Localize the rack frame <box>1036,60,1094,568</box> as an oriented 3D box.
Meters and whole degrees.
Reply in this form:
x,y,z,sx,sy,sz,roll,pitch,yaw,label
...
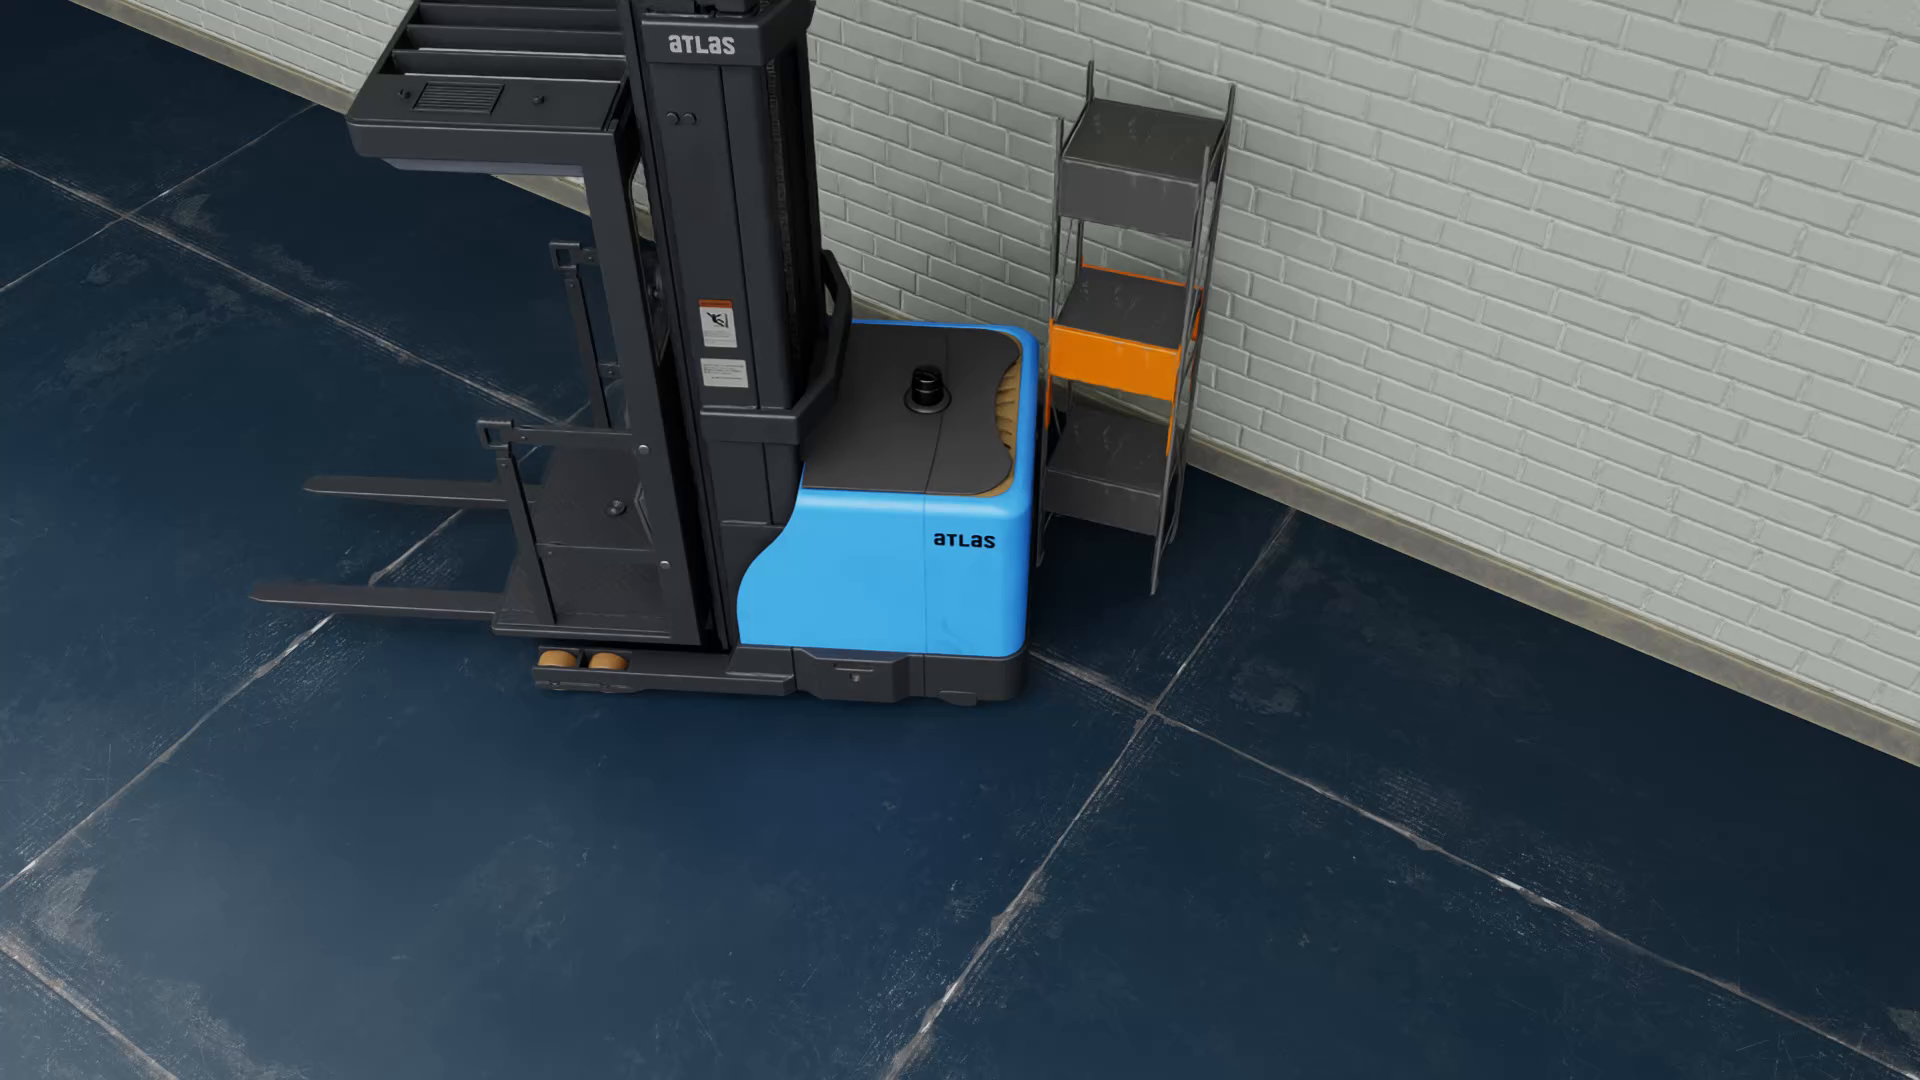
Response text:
x,y,z,sx,sy,sz,roll,pitch,yaw,label
0.383,-0.755,6.242,0.015,2.100,0.400,14,47,13,rack frame

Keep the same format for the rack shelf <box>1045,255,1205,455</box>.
x,y,z,sx,sy,sz,roll,pitch,yaw,label
0.614,-0.690,6.197,0.480,0.518,0.431,14,47,13,rack shelf

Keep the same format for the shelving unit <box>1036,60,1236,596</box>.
x,y,z,sx,sy,sz,roll,pitch,yaw,label
0.614,-0.699,6.187,0.503,2.100,0.431,14,47,13,shelving unit

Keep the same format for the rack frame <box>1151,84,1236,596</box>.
x,y,z,sx,sy,sz,roll,pitch,yaw,label
0.845,-0.643,6.133,0.015,2.100,0.400,14,47,13,rack frame

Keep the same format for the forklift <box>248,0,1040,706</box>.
x,y,z,sx,sy,sz,roll,pitch,yaw,label
-1.228,-0.808,5.714,3.031,2.935,1.130,3,46,3,forklift

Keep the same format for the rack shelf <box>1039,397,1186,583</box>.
x,y,z,sx,sy,sz,roll,pitch,yaw,label
0.614,-0.202,6.699,0.480,0.518,0.431,14,47,13,rack shelf

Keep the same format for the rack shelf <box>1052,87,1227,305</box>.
x,y,z,sx,sy,sz,roll,pitch,yaw,label
0.614,-1.177,5.695,0.480,0.518,0.431,14,47,13,rack shelf
